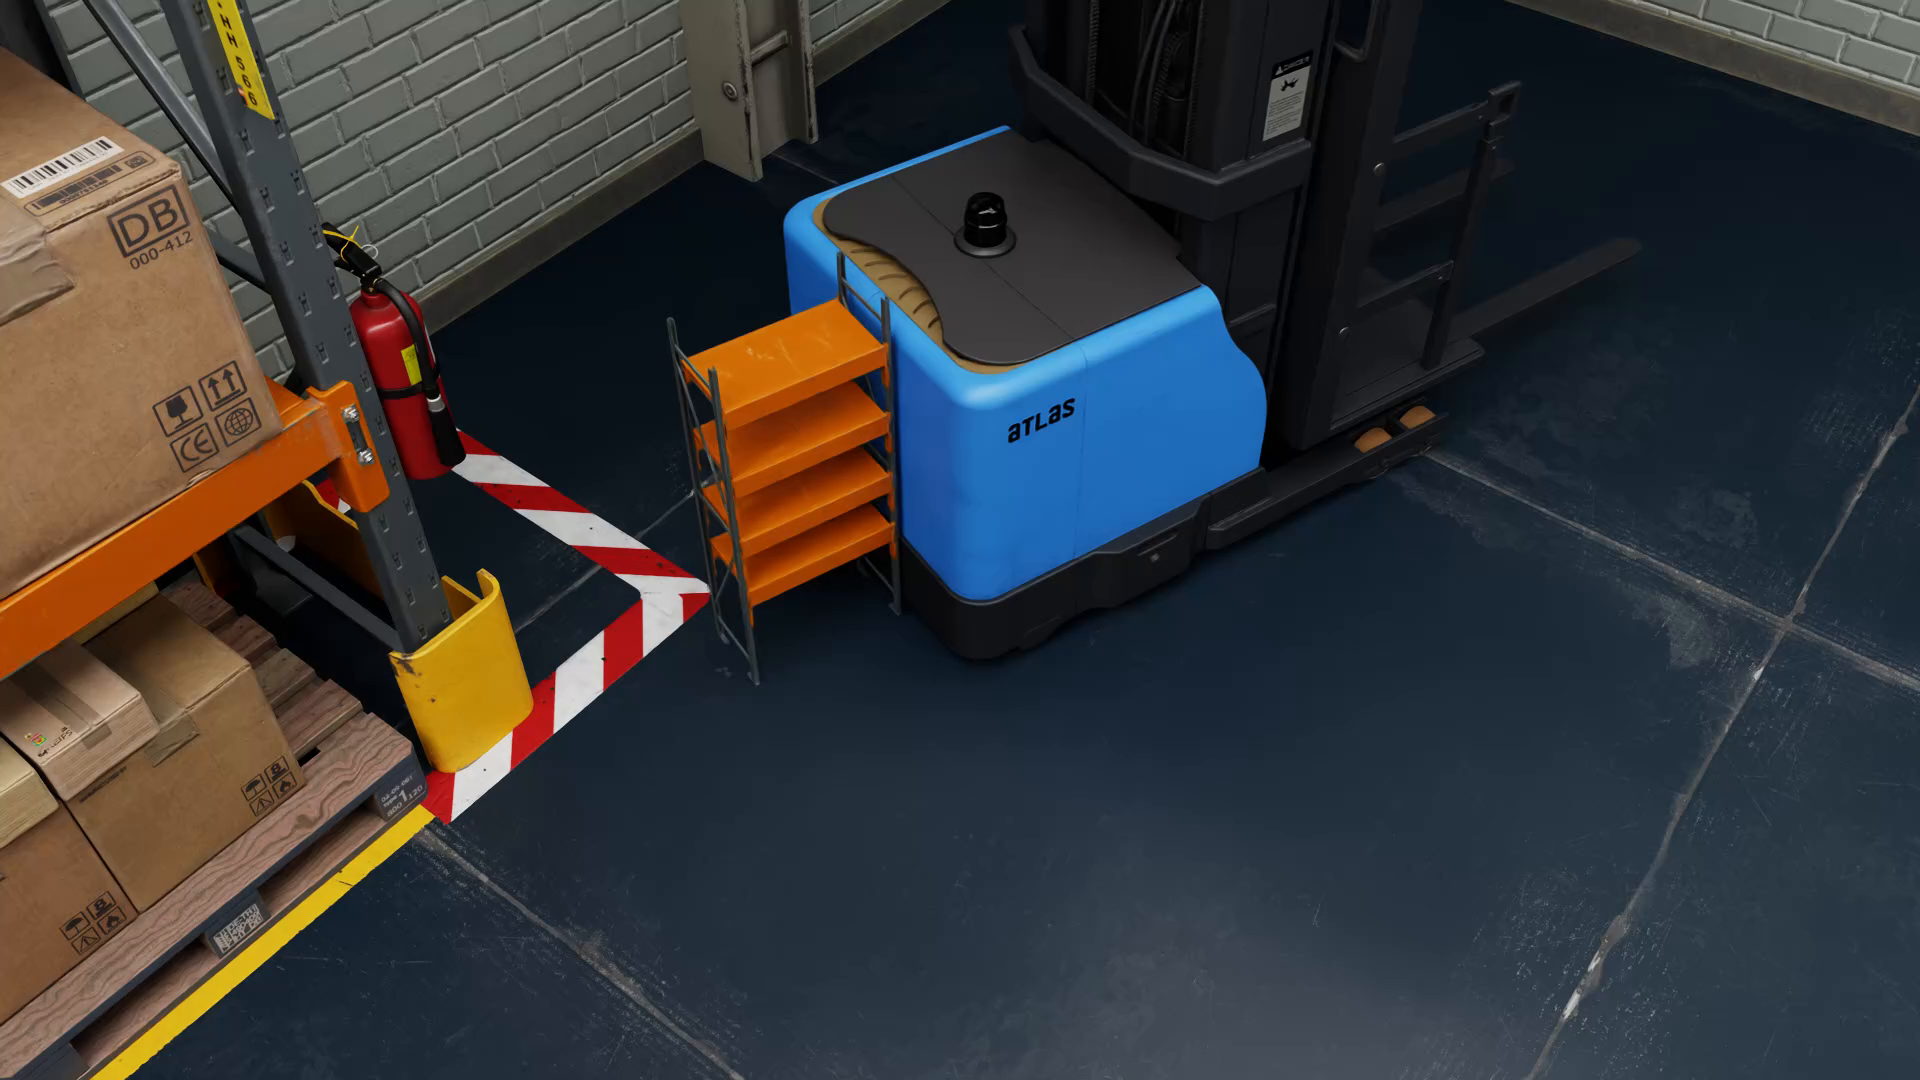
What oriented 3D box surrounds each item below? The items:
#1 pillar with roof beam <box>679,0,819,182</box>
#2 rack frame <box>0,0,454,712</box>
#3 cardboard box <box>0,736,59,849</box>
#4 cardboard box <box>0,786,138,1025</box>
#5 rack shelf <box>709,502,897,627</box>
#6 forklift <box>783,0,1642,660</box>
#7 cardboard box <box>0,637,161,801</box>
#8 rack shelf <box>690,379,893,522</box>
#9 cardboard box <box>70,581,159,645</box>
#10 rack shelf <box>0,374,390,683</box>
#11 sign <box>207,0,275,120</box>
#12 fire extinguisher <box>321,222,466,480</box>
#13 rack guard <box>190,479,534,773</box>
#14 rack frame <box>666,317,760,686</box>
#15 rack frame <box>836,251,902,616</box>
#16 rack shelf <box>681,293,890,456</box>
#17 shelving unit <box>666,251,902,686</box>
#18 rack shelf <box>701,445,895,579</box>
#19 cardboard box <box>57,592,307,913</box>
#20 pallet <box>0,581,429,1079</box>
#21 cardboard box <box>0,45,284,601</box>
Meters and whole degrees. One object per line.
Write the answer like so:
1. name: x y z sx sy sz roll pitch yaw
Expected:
1. pillar with roof beam: 2.589 -2.807 1.708 9.100 9.000 0.400 29 53 25
2. rack frame: -1.784 -0.710 3.854 1.000 3.000 0.127 29 53 25
3. cardboard box: -2.223 0.529 3.660 0.380 0.149 0.250 31 54 26
4. cardboard box: -2.439 0.739 3.908 0.700 0.500 0.500 29 53 25
5. rack shelf: -0.452 0.023 4.766 0.480 0.148 0.258 -26 51 -22
6. forklift: 0.997 -1.507 4.663 3.031 2.935 1.130 -26 51 -22
7. cardboard box: -2.067 0.383 3.800 0.380 0.149 0.250 29 53 25
8. rack shelf: -0.452 -0.269 4.461 0.480 0.148 0.258 -26 51 -22
9. cardboard box: -2.215 0.069 4.100 0.380 0.149 0.250 30 53 25
10. rack shelf: -3.007 0.682 3.021 1.077 0.370 4.000 29 53 25
11. sign: -1.363 -0.944 3.113 0.100 0.325 0.005 29 53 25
12. fire extinguisher: -1.327 -0.437 3.905 0.296 0.674 0.183 29 53 25
13. rack guard: -1.769 0.139 4.771 1.175 0.500 0.348 29 53 25
14. rack frame: -0.655 -0.063 4.480 0.015 1.200 0.240 -26 51 -22
15. rack frame: -0.249 -0.258 4.667 0.015 1.200 0.240 -26 51 -22
16. rack shelf: -0.452 -0.432 4.290 0.480 0.148 0.258 -26 51 -22
17. shelving unit: -0.452 -0.161 4.574 0.503 1.200 0.258 -26 51 -22
18. rack shelf: -0.452 -0.114 4.622 0.480 0.148 0.258 -26 51 -22
19. cardboard box: -2.133 0.453 4.181 0.700 0.500 0.500 29 53 25
20. pallet: -2.211 0.745 4.393 1.003 0.211 1.213 29 53 25
21. cardboard box: -2.088 -0.518 3.463 0.980 0.700 0.700 32 54 27
